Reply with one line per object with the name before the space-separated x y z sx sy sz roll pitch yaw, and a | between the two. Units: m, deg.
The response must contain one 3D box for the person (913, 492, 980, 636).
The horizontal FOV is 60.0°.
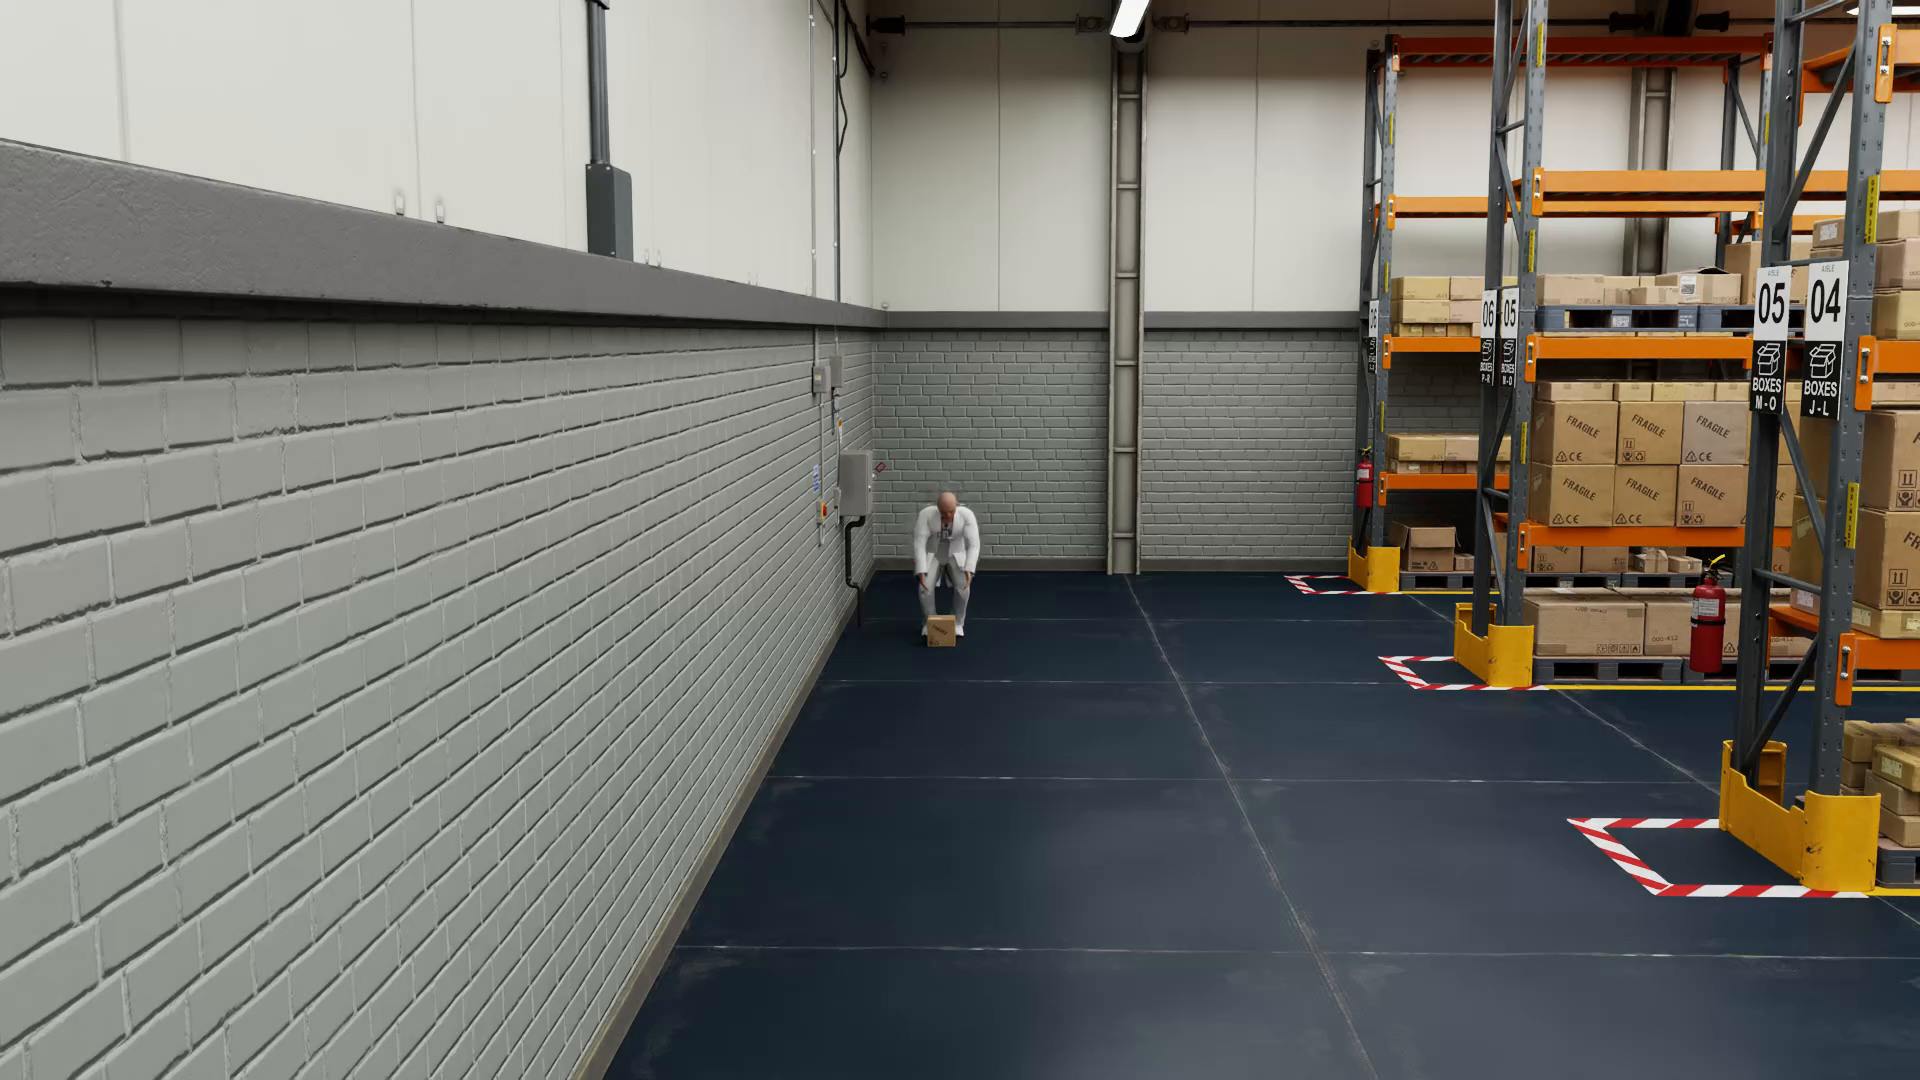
person | -0.126 0.214 15.679 0.633 1.393 0.737 0 7 1
